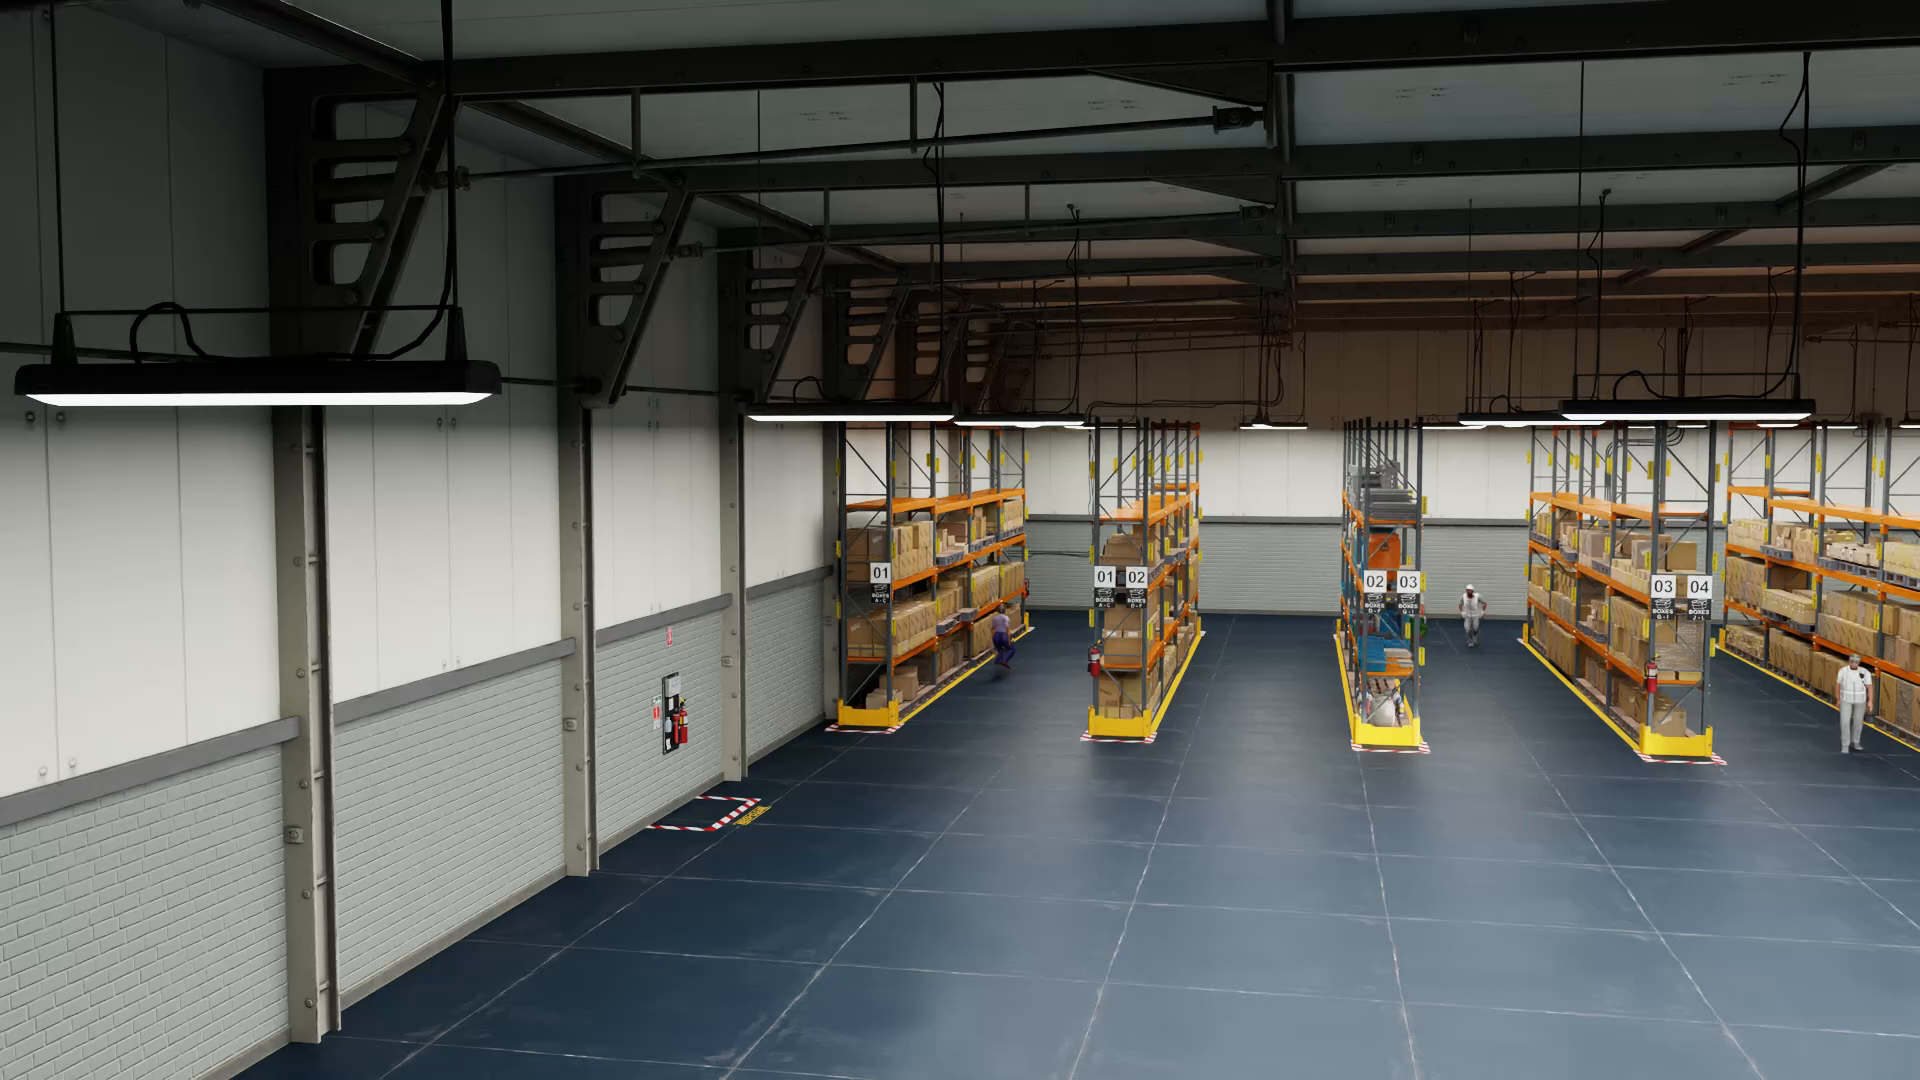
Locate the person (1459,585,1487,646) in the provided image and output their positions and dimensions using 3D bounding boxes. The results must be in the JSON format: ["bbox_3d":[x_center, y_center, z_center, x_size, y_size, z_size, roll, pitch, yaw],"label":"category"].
[{"bbox_3d":[13.652,2.015,44.286,0.727,1.679,0.653,1,4,19],"label":"person"}]

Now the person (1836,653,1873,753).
[{"bbox_3d":[16.044,2.935,29.825,0.580,1.813,0.581,2,4,25],"label":"person"}]

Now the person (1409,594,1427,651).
[{"bbox_3d":[11.887,2.017,43.423,0.579,1.789,0.507,3,5,40],"label":"person"}]

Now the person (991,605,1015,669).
[{"bbox_3d":[0.984,2.272,38.882,0.530,1.468,0.514,2,4,28],"label":"person"}]
